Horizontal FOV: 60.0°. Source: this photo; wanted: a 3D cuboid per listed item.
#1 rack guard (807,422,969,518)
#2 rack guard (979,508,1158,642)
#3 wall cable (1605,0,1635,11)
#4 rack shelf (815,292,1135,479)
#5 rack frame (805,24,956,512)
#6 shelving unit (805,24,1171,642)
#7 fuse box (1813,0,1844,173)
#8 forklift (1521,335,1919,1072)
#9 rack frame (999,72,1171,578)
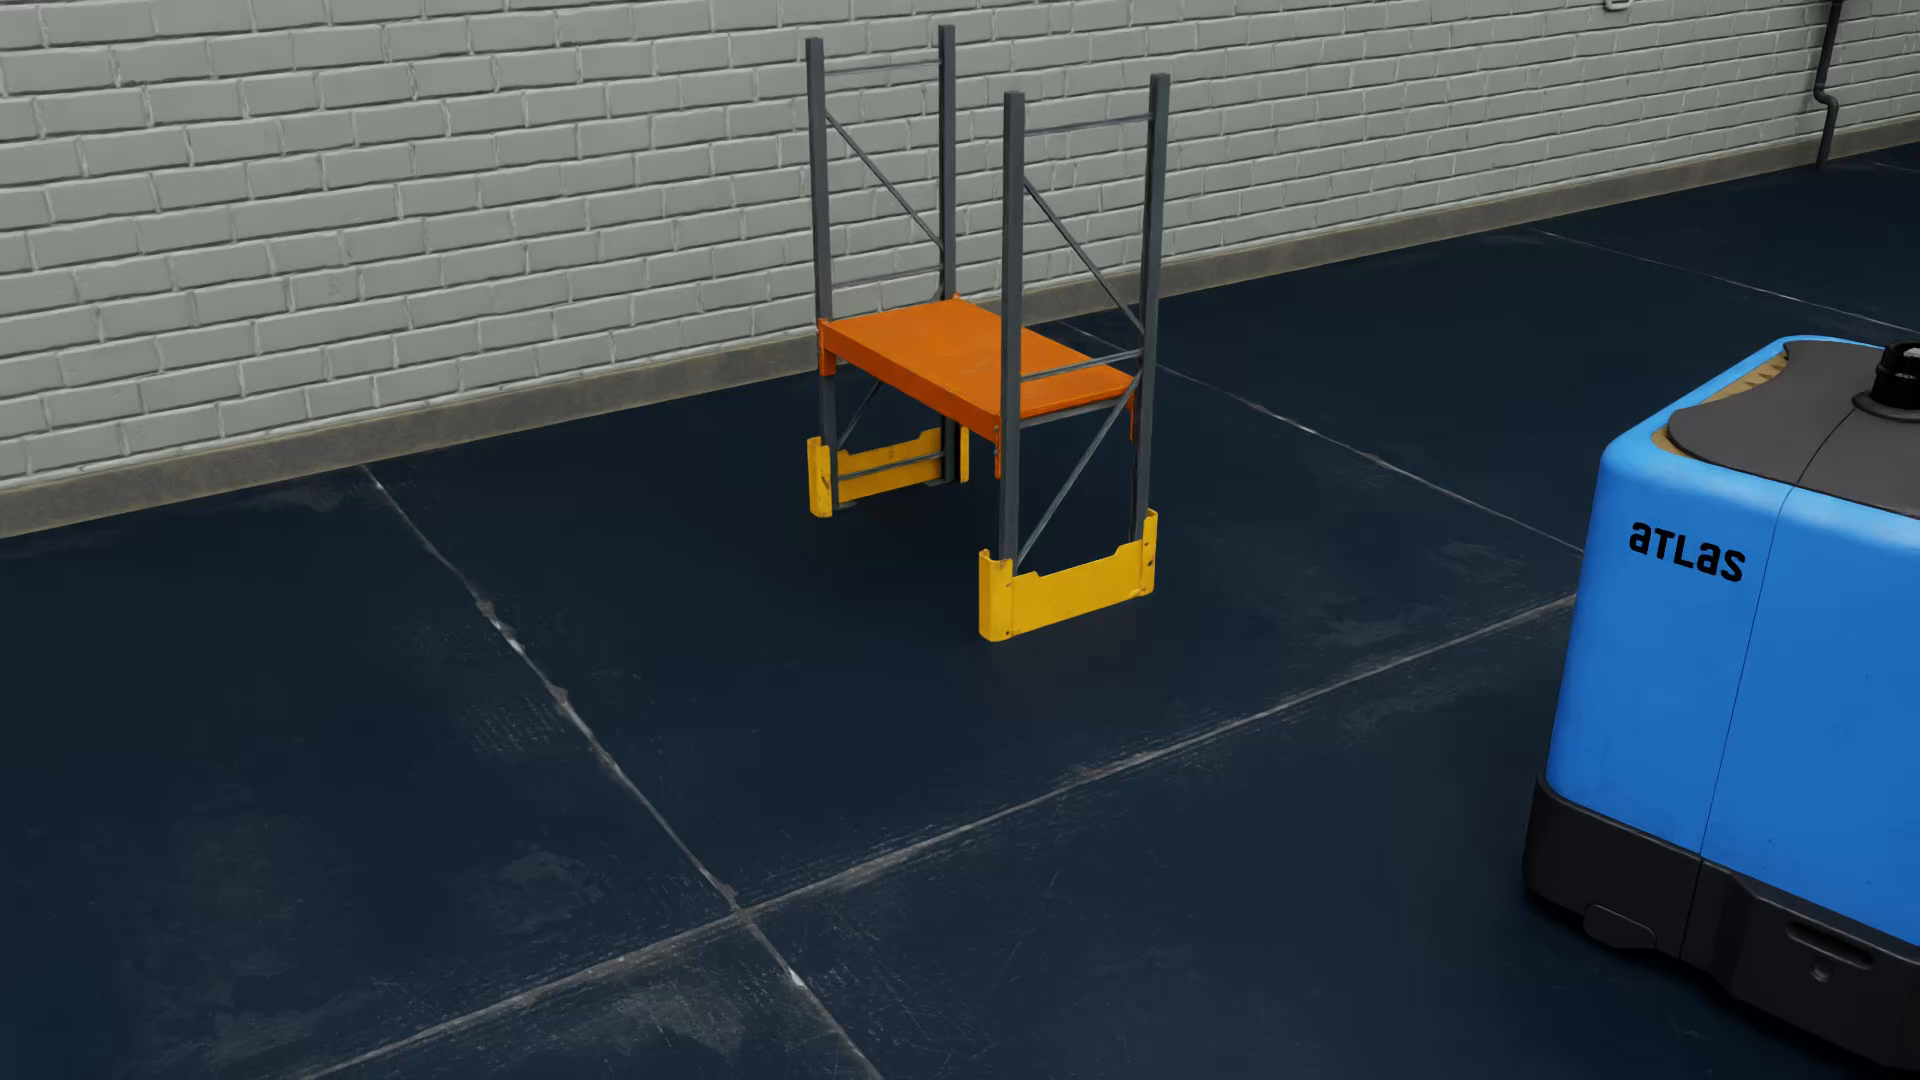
[{"bbox_3d":[-0.230,-0.264,5.516,0.587,0.250,0.087,-16,29,-30],"label":"rack guard"},{"bbox_3d":[0.313,0.092,4.762,0.587,0.250,0.087,-16,29,-30],"label":"rack guard"},{"bbox_3d":[3.311,-3.580,8.093,0.585,1.953,0.123,-16,29,-30],"label":"wall cable"},{"bbox_3d":[0.047,-0.485,4.942,0.538,0.185,1.000,-16,29,-30],"label":"rack shelf"},{"bbox_3d":[-0.231,-0.830,5.250,0.500,1.500,0.032,-16,29,-30],"label":"rack frame"},{"bbox_3d":[0.042,-0.651,4.872,0.587,1.500,1.083,-16,29,-30],"label":"shelving unit"},{"bbox_3d":[5.151,-2.961,9.518,0.539,1.711,0.414,-16,29,-30],"label":"fuse box"},{"bbox_3d":[2.612,-0.249,2.344,3.031,2.935,1.130,22,33,39],"label":"forklift"},{"bbox_3d":[0.324,-0.466,4.480,0.500,1.500,0.032,-16,29,-30],"label":"rack frame"}]
